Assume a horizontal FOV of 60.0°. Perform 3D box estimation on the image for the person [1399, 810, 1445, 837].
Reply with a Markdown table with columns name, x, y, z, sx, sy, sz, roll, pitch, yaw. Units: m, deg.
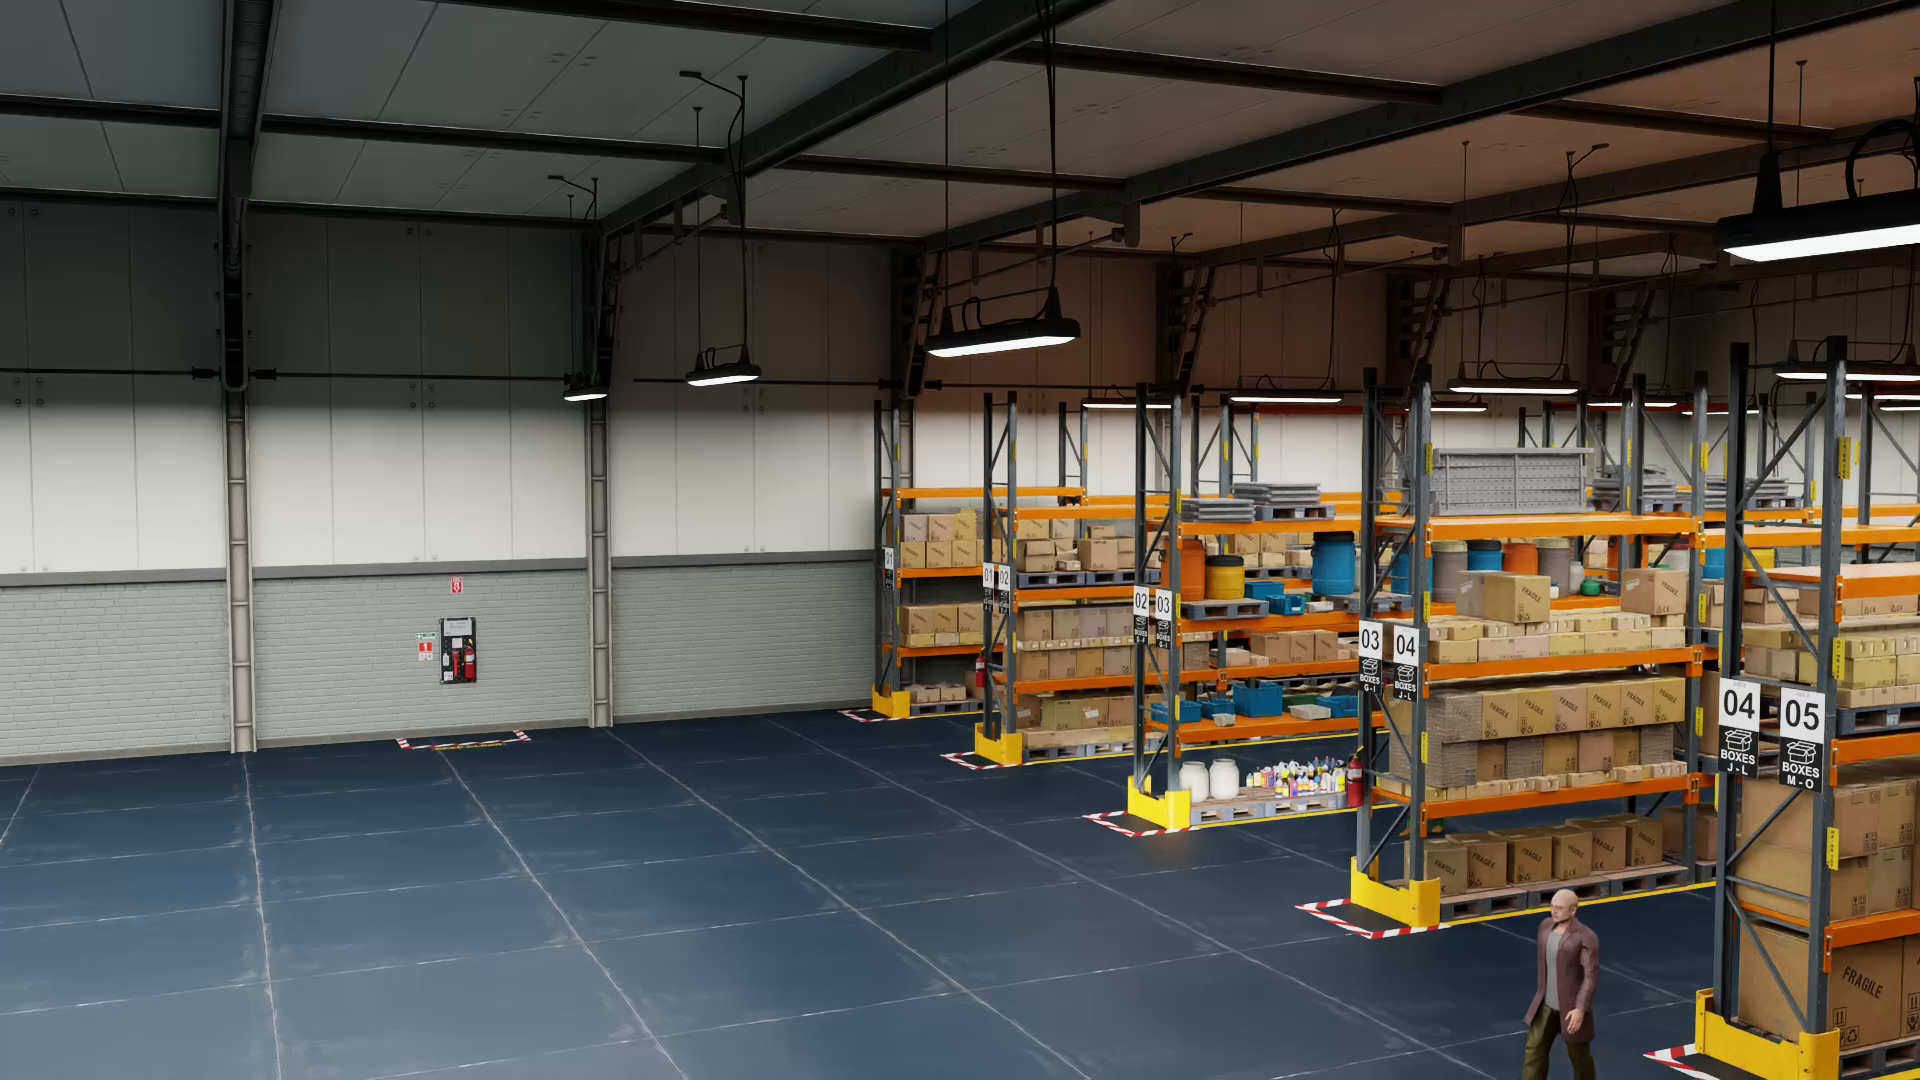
| name | x | y | z | sx | sy | sz | roll | pitch | yaw |
| --- | --- | --- | --- | --- | --- | --- | --- | --- | --- |
| person | 6.119 | 3.006 | 21.902 | 0.666 | 1.803 | 0.599 | -2 | 4 | -33 |

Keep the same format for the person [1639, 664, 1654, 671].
| name | x | y | z | sx | sy | sz | roll | pitch | yaw |
| --- | --- | --- | --- | --- | --- | --- | --- | --- | --- |
| person | 11.918 | 2.616 | 28.641 | 0.617 | 1.766 | 0.467 | 2 | 4 | 26 |

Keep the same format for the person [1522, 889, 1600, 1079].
| name | x | y | z | sx | sy | sz | roll | pitch | yaw |
| --- | --- | --- | --- | --- | --- | --- | --- | --- | --- |
| person | 4.544 | 3.531 | 12.605 | 0.841 | 1.767 | 0.650 | -2 | 4 | -32 |
